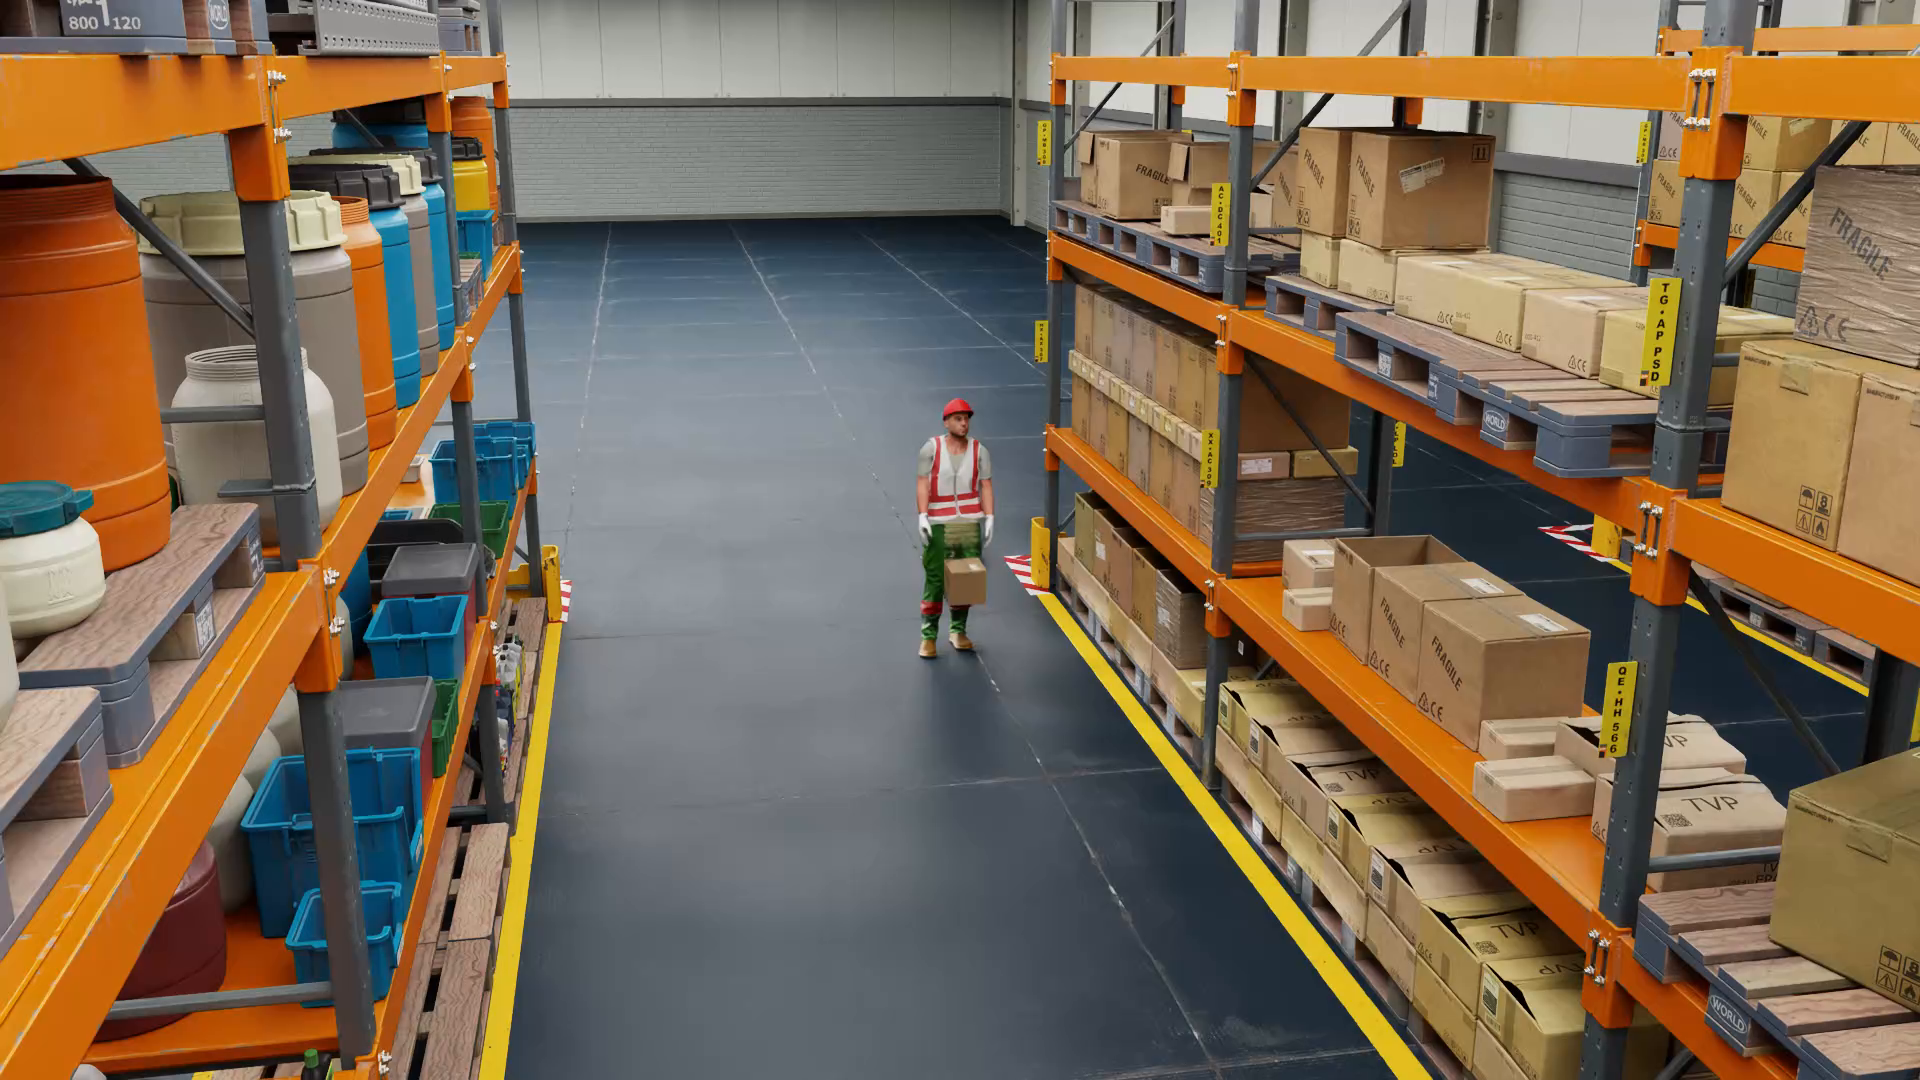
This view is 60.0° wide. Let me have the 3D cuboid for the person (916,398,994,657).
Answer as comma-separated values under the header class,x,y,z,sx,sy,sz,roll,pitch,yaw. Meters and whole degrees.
class,x,y,z,sx,sy,sz,roll,pitch,yaw
person,-0.033,-0.093,11.783,0.597,1.789,0.562,-3,16,-11
